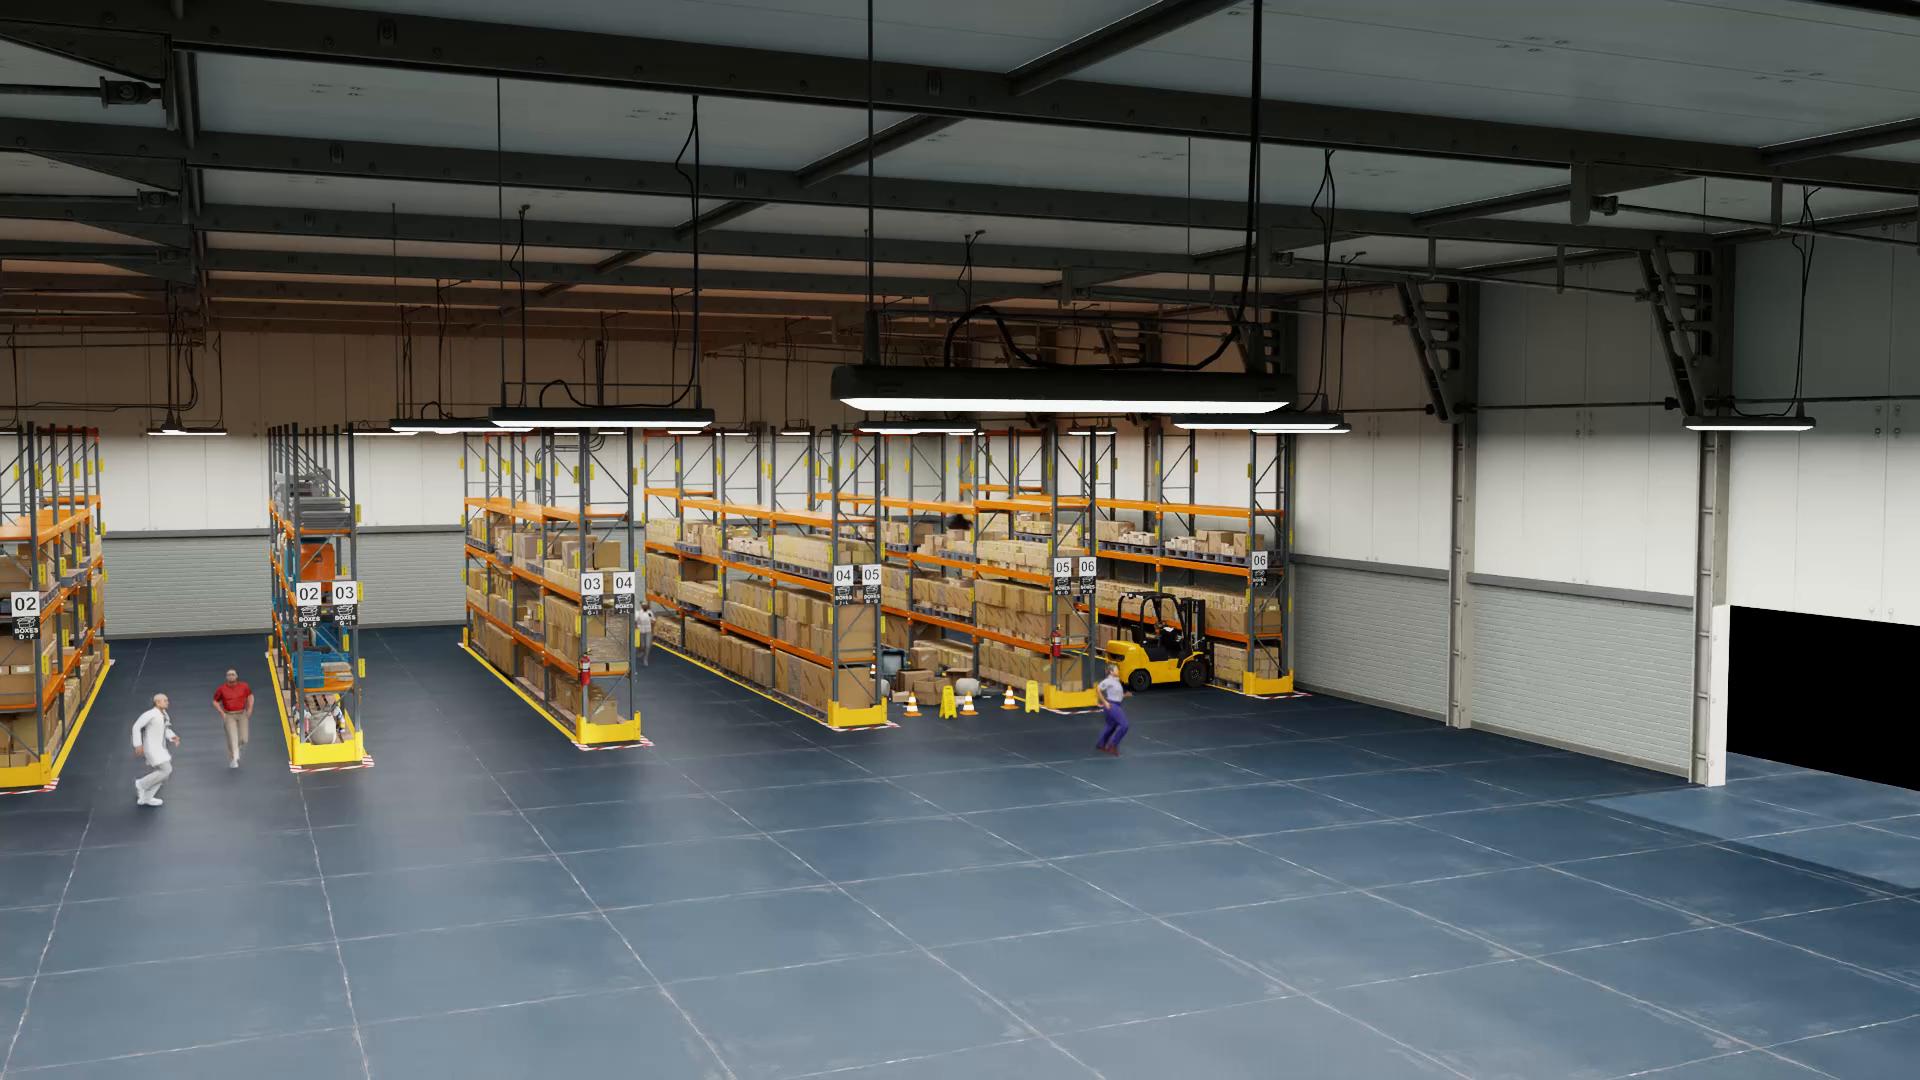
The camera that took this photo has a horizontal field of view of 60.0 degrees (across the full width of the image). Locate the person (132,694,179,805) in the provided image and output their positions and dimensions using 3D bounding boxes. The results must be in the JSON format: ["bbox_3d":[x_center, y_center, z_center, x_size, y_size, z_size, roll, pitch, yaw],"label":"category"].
[{"bbox_3d":[-12.555,3.269,25.993,0.625,1.720,0.724,0,4,-6],"label":"person"}]

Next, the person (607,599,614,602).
[{"bbox_3d":[-9.329,2.064,45.093,0.707,1.789,0.939,-1,4,-20],"label":"person"}]

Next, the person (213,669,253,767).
[{"bbox_3d":[-12.714,3.107,29.127,0.661,1.697,0.542,-2,4,-32],"label":"person"}]

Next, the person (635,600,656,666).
[{"bbox_3d":[-7.989,2.333,42.168,0.583,1.664,0.593,-1,4,-19],"label":"person"}]

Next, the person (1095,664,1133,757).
[{"bbox_3d":[2.778,3.072,30.057,0.691,1.670,0.577,1,4,14],"label":"person"}]
